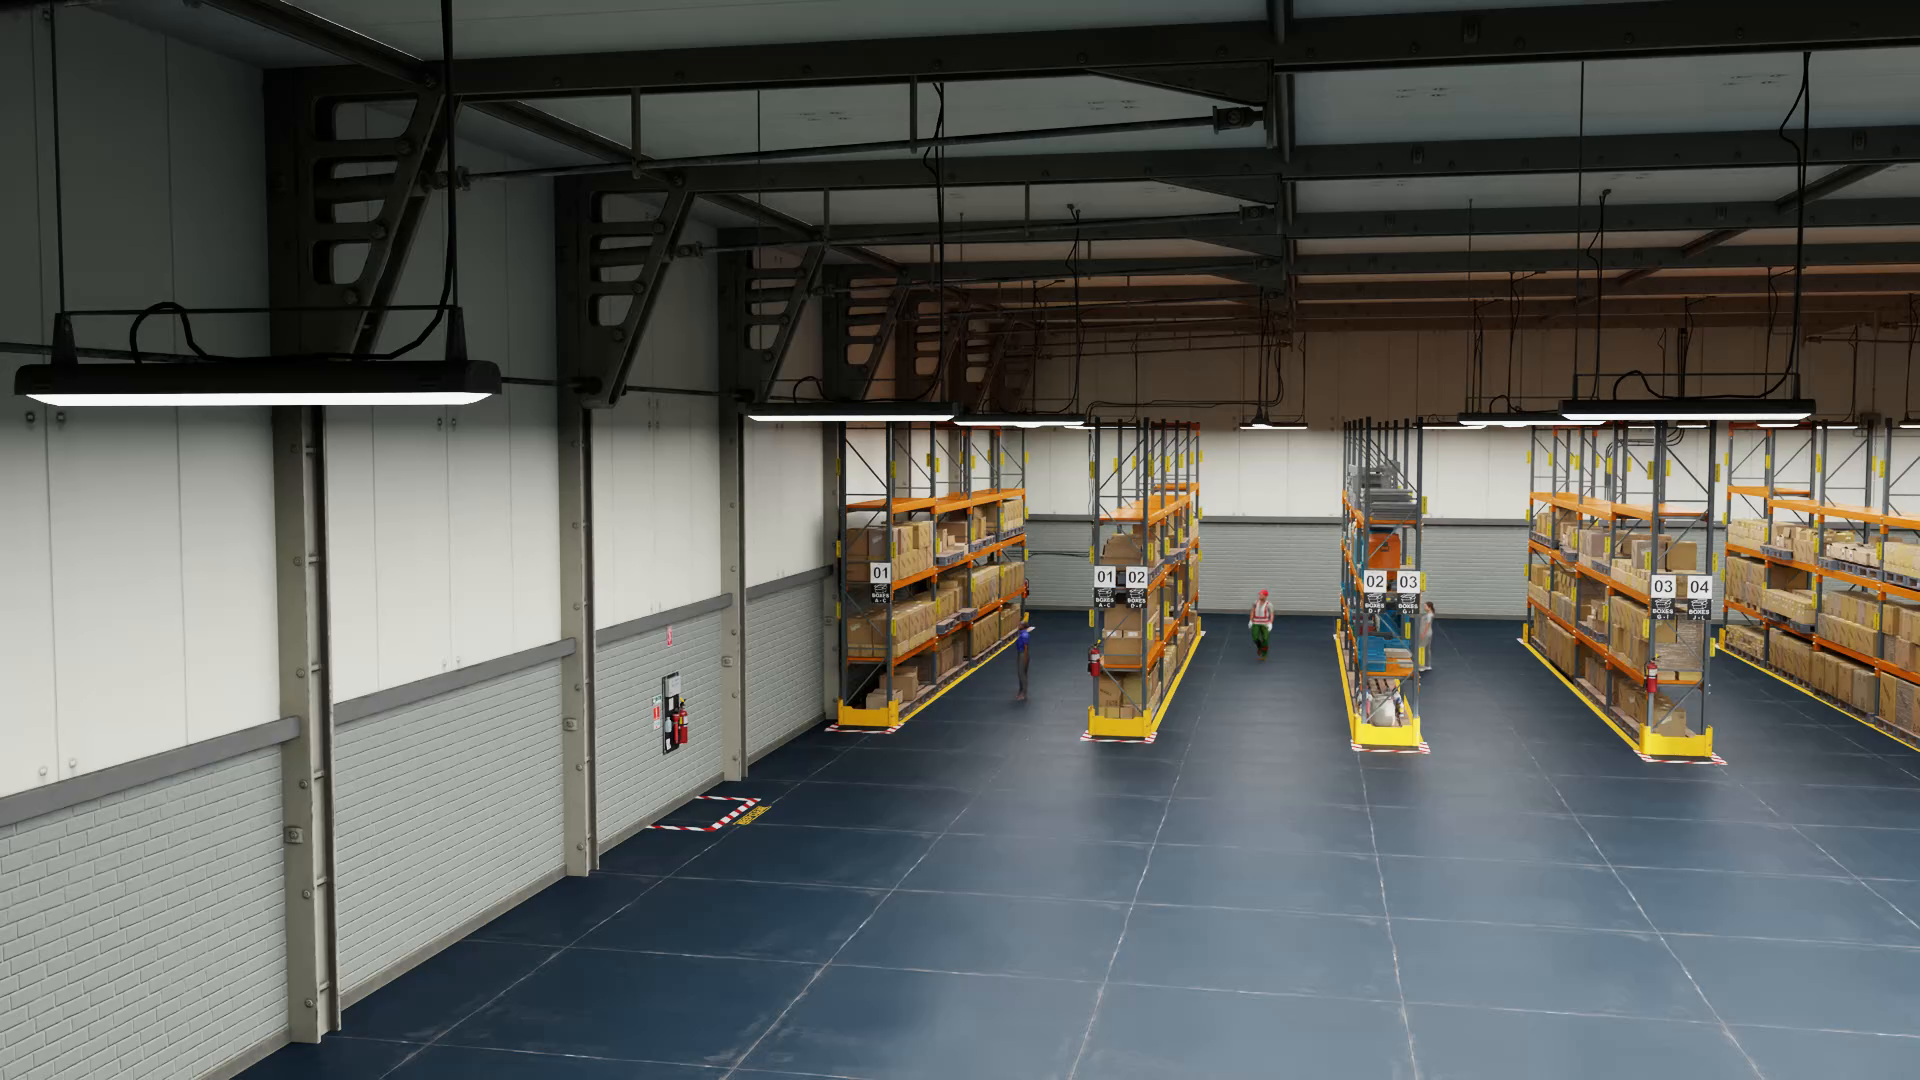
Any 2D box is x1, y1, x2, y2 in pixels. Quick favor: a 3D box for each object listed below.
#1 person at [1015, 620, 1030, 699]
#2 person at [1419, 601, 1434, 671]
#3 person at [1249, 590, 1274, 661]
[{"bbox_3d":[1.349,2.577,35.901,0.339,1.701,0.569,0,4,1],"label":"person"},{"bbox_3d":[11.130,2.305,39.878,0.457,1.675,0.505,2,4,25],"label":"person"},{"bbox_3d":[7.572,2.125,41.805,0.622,1.766,0.657,1,4,8],"label":"person"}]
